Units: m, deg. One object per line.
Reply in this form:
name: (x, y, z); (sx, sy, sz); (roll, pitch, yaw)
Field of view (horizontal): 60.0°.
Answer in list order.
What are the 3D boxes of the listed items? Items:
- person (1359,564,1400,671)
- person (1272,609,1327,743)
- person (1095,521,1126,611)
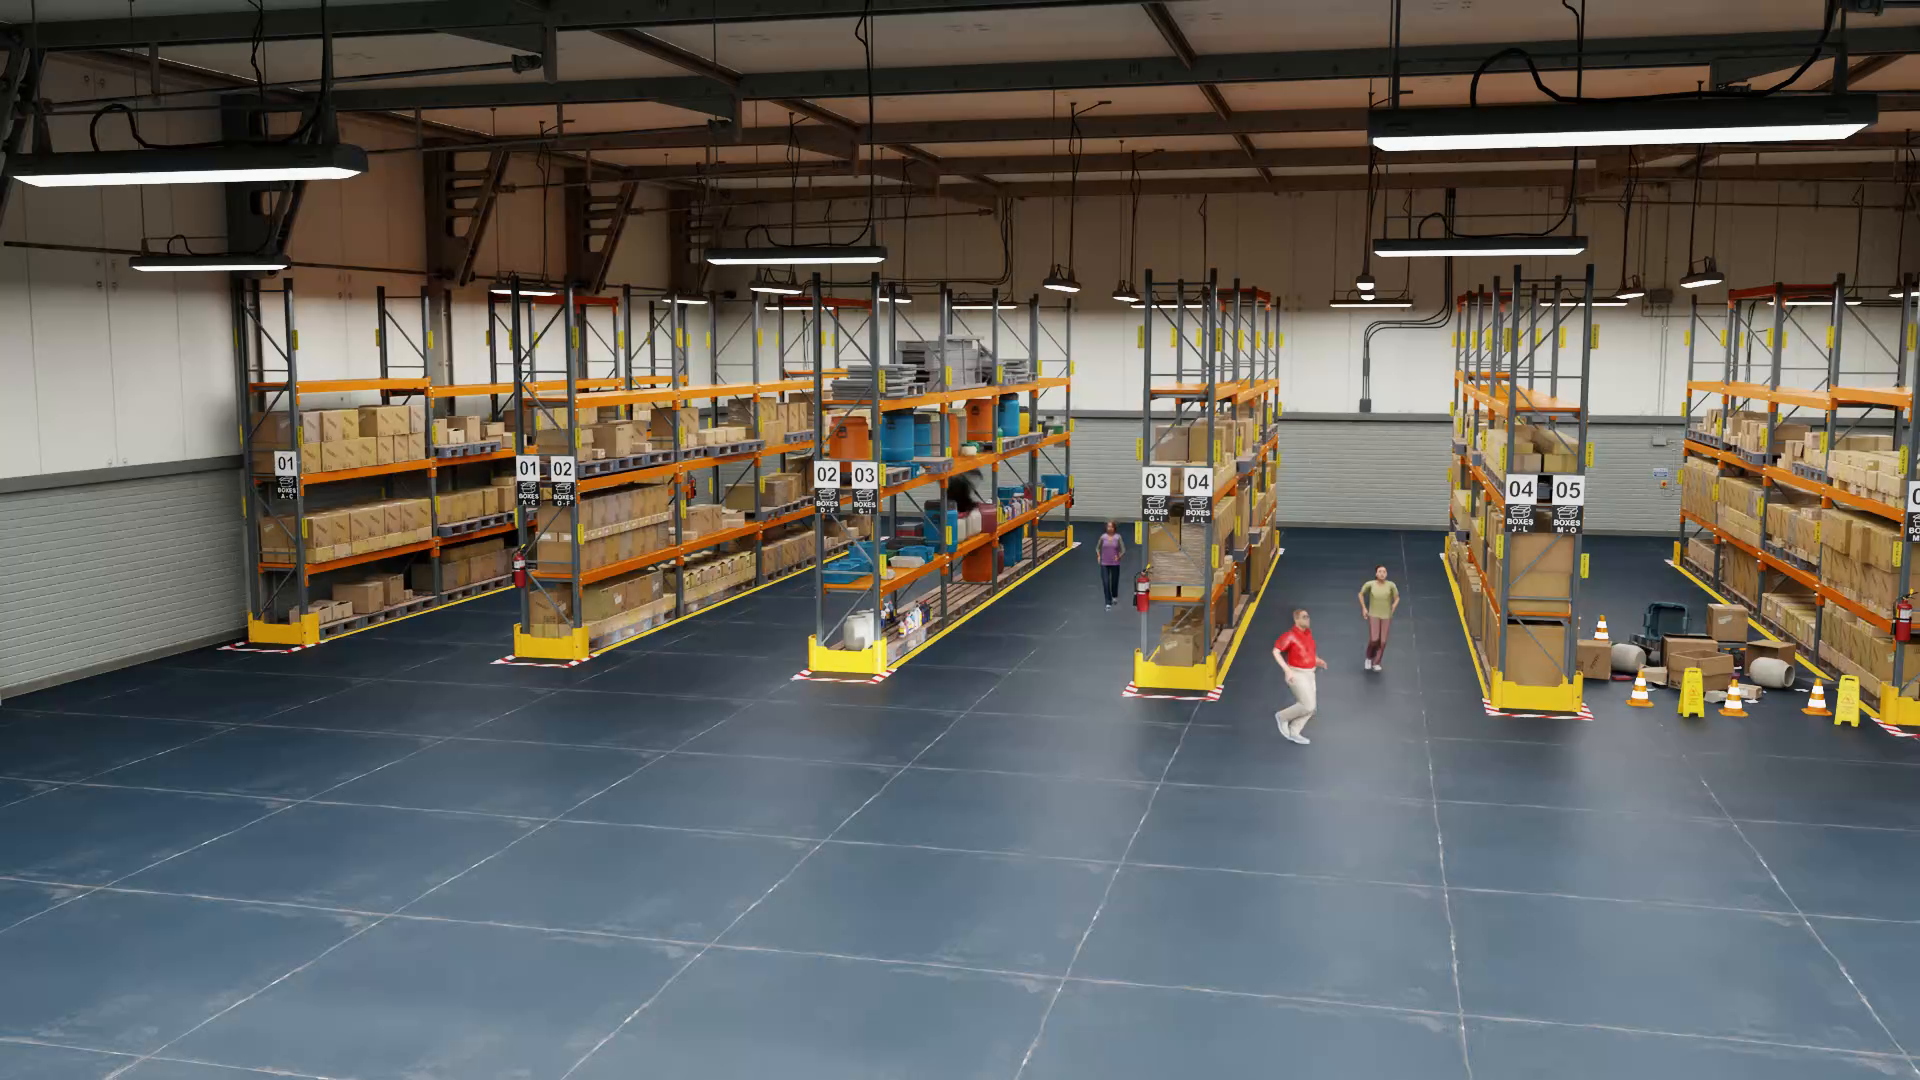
person: (6.346, 1.189, 25.114); (0.587, 1.621, 0.564); (0, 7, 2)
person: (4.257, 1.700, 20.650); (0.591, 1.682, 0.658); (7, 10, 44)
person: (2.629, 0.441, 29.193); (0.538, 1.560, 0.548); (1, 7, 10)
